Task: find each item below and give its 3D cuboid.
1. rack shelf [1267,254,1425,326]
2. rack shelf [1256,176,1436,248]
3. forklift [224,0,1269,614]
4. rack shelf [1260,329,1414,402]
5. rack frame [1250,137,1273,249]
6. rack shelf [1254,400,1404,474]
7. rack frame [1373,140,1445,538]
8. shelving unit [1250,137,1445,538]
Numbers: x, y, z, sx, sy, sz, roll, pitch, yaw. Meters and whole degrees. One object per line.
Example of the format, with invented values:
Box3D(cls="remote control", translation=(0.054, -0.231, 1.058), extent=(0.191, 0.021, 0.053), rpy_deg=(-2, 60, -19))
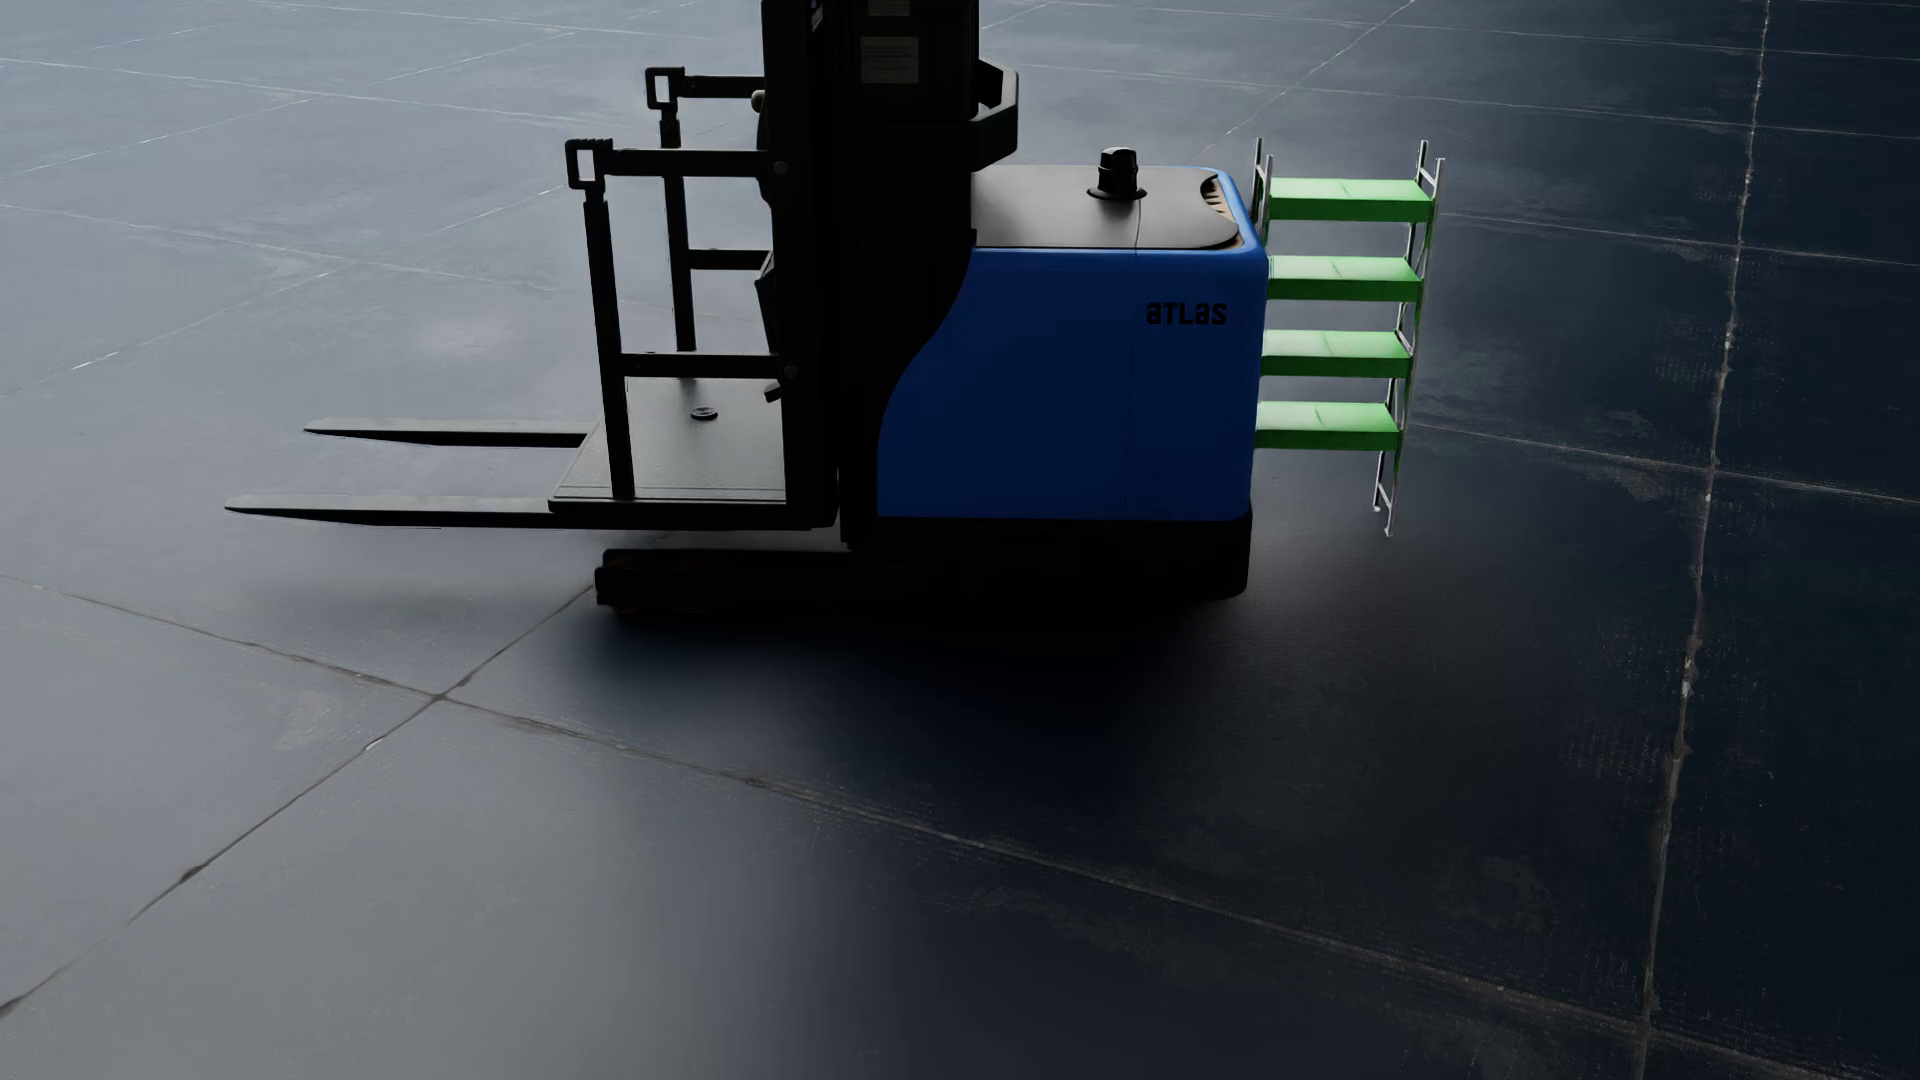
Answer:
Box3D(cls="rack shelf", translation=(1.130, -0.762, 5.035), extent=(0.480, 0.148, 0.258), rpy_deg=(1, 26, 1))
Box3D(cls="rack shelf", translation=(1.132, -0.978, 4.929), extent=(0.480, 0.148, 0.258), rpy_deg=(1, 26, 1))
Box3D(cls="forklift", translation=(-0.665, -1.334, 4.642), extent=(3.031, 2.935, 1.130), rpy_deg=(1, 26, 2))
Box3D(cls="rack shelf", translation=(1.127, -0.547, 5.141), extent=(0.480, 0.148, 0.258), rpy_deg=(1, 26, 1))
Box3D(cls="rack frame", translation=(0.884, -0.610, 5.118), extent=(0.015, 1.200, 0.240), rpy_deg=(1, 26, 1))
Box3D(cls="rack shelf", translation=(1.124, -0.332, 5.247), extent=(0.480, 0.148, 0.258), rpy_deg=(1, 26, 1))
Box3D(cls="rack frame", translation=(1.371, -0.599, 5.108), extent=(0.015, 1.200, 0.240), rpy_deg=(1, 26, 1))
Box3D(cls="shelving unit", translation=(1.128, -0.604, 5.113), extent=(0.503, 1.200, 0.258), rpy_deg=(1, 26, 1))
